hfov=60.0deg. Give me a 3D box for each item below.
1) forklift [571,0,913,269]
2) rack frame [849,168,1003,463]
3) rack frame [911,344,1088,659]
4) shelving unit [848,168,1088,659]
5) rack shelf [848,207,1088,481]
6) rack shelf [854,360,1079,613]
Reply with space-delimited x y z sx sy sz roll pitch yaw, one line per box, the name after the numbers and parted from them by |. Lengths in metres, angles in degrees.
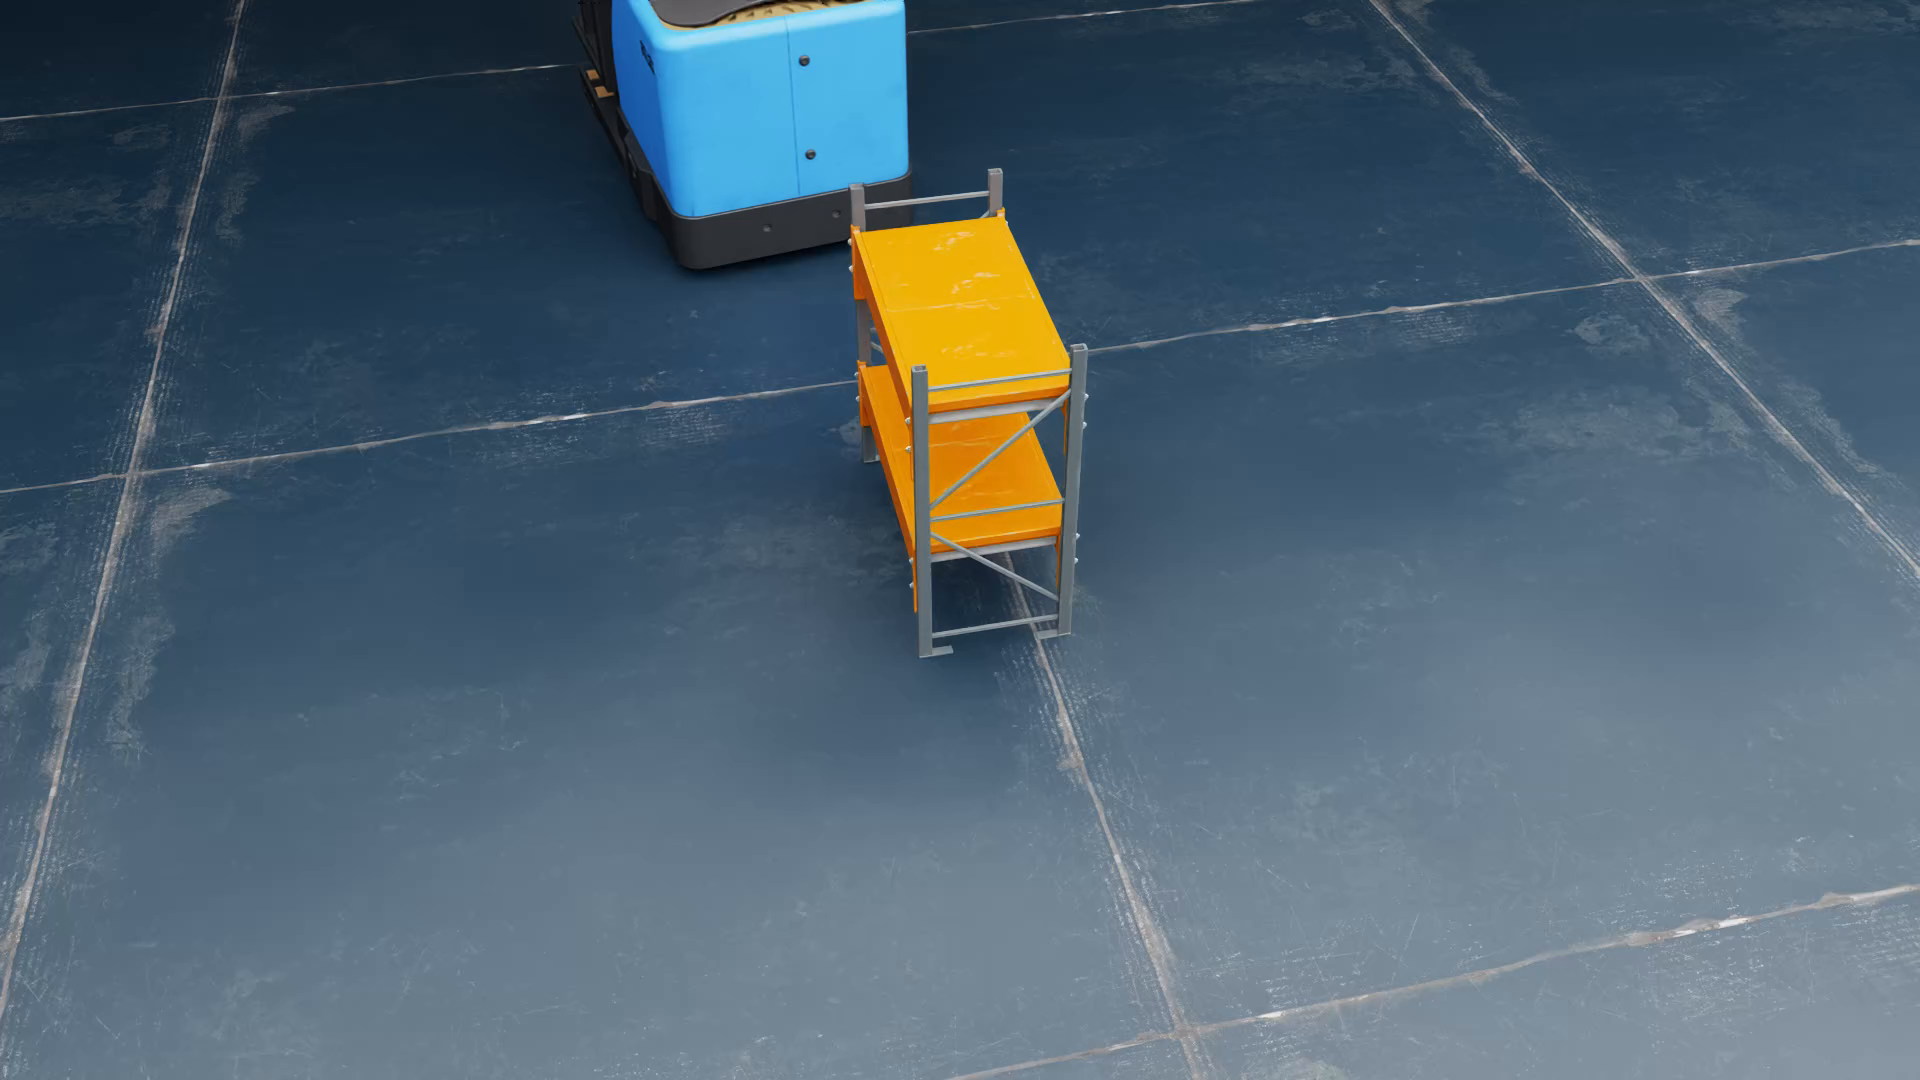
-1.213 -3.209 7.157 1.130 2.935 3.031 -15 44 -16 | forklift
-0.108 -0.746 5.743 0.500 1.125 0.032 -8 42 -9 | rack frame
0.111 -0.087 5.000 0.500 1.125 0.032 -8 42 -9 | rack frame
0.001 -0.416 5.372 0.538 1.125 1.048 -8 42 -9 | shelving unit
0.001 -0.635 5.177 0.538 0.278 1.000 -8 42 -9 | rack shelf
0.001 -0.233 5.534 0.538 0.278 1.000 -8 42 -9 | rack shelf
